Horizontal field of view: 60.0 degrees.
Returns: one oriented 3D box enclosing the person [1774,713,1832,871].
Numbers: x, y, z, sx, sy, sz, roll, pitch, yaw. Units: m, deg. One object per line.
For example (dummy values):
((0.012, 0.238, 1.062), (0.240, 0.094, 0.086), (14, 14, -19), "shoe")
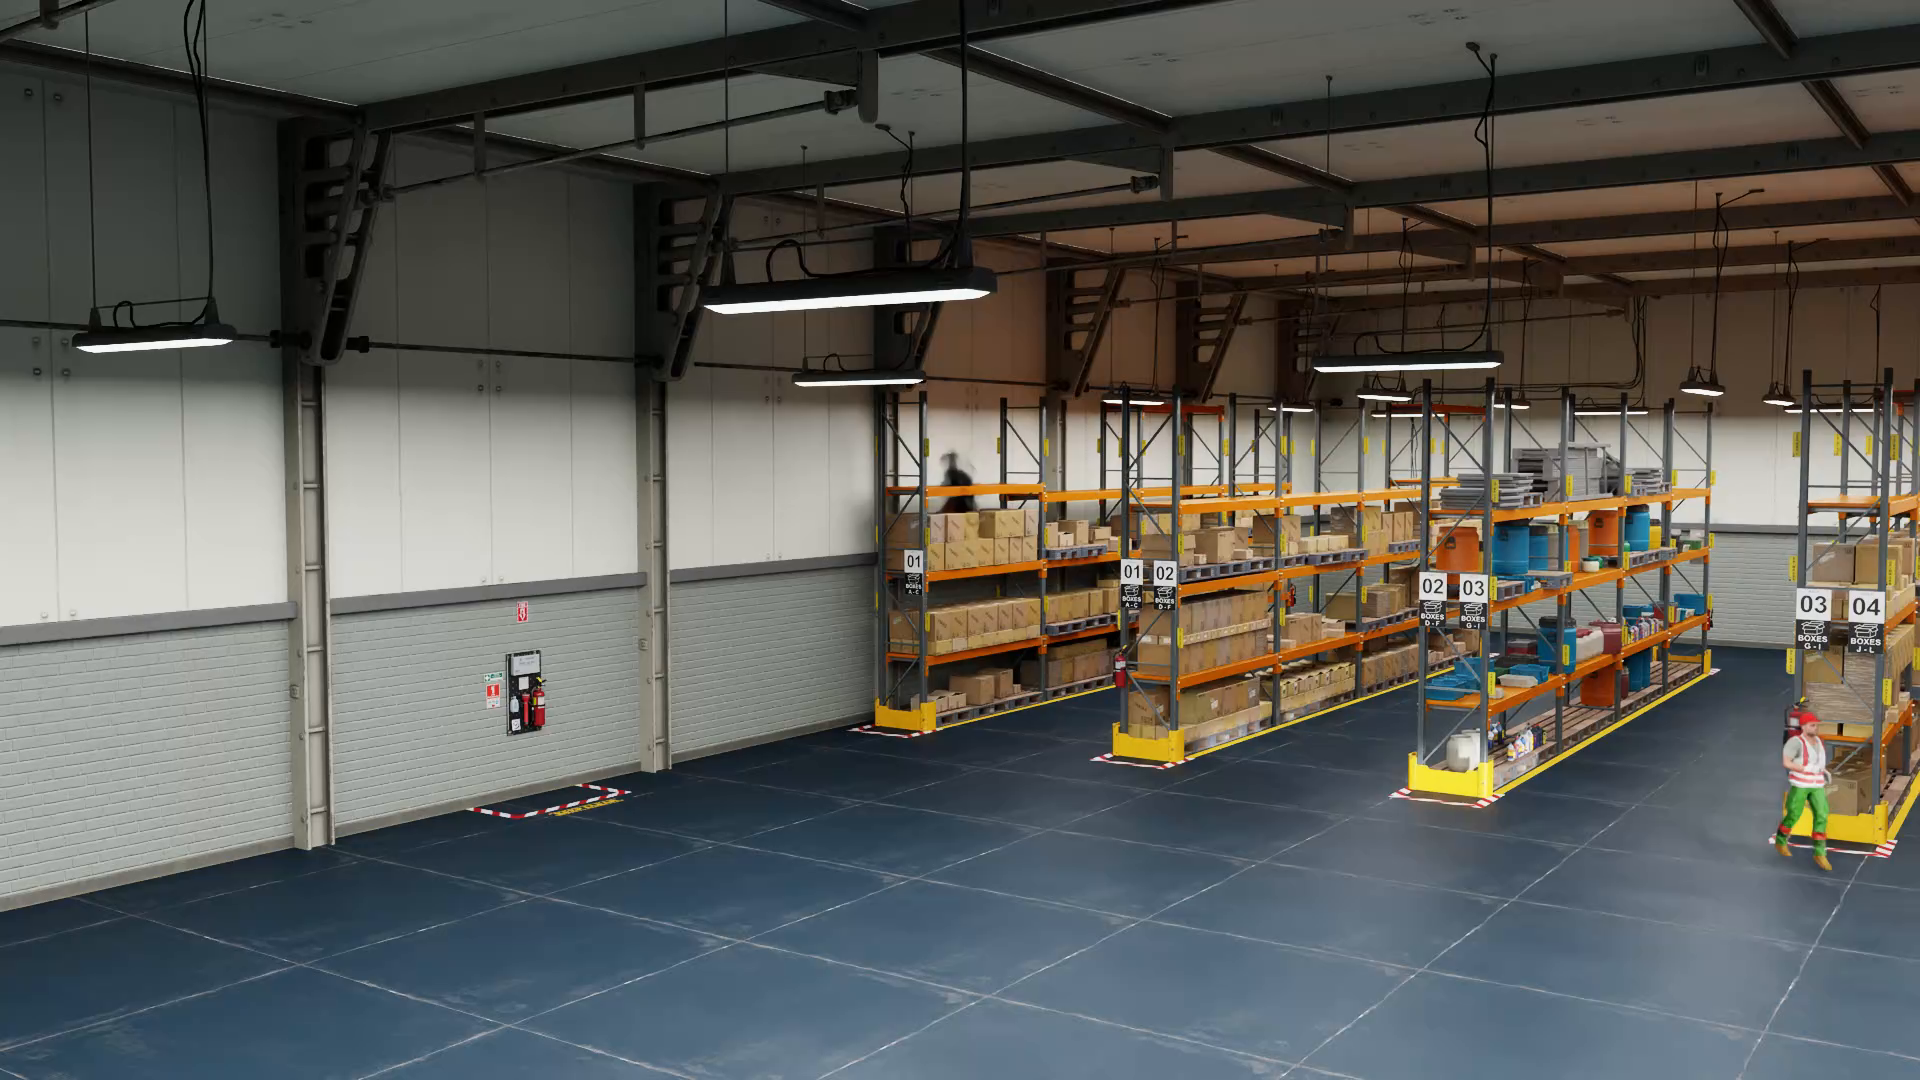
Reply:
((10.165, 2.974, 19.968), (0.665, 1.813, 0.842), (-1, 3, -10), "person")
